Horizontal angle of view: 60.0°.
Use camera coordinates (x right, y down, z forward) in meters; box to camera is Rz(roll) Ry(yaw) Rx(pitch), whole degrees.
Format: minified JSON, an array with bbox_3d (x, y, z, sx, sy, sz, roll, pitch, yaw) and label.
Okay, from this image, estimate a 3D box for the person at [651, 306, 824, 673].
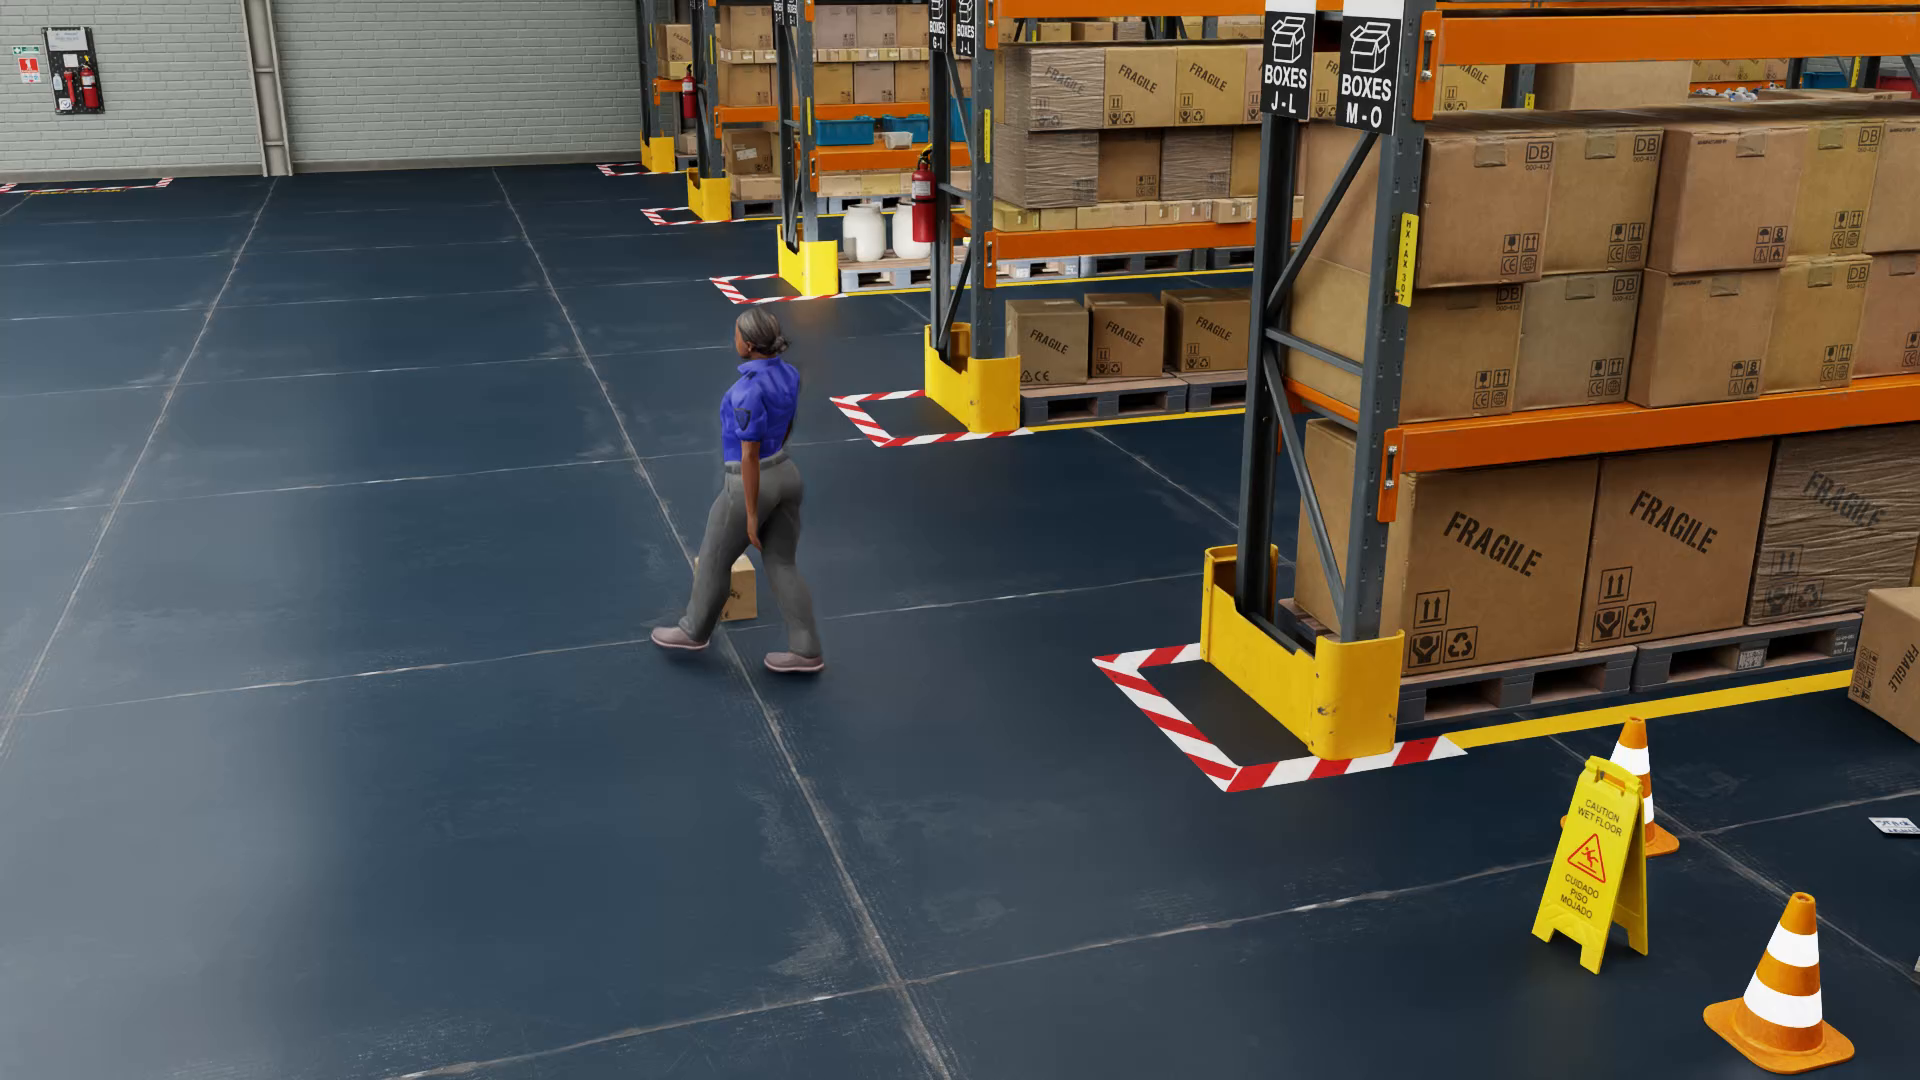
[{"bbox_3d":[-0.978,-0.227,7.247,0.844,1.611,0.500,12,23,31],"label":"person"}]
